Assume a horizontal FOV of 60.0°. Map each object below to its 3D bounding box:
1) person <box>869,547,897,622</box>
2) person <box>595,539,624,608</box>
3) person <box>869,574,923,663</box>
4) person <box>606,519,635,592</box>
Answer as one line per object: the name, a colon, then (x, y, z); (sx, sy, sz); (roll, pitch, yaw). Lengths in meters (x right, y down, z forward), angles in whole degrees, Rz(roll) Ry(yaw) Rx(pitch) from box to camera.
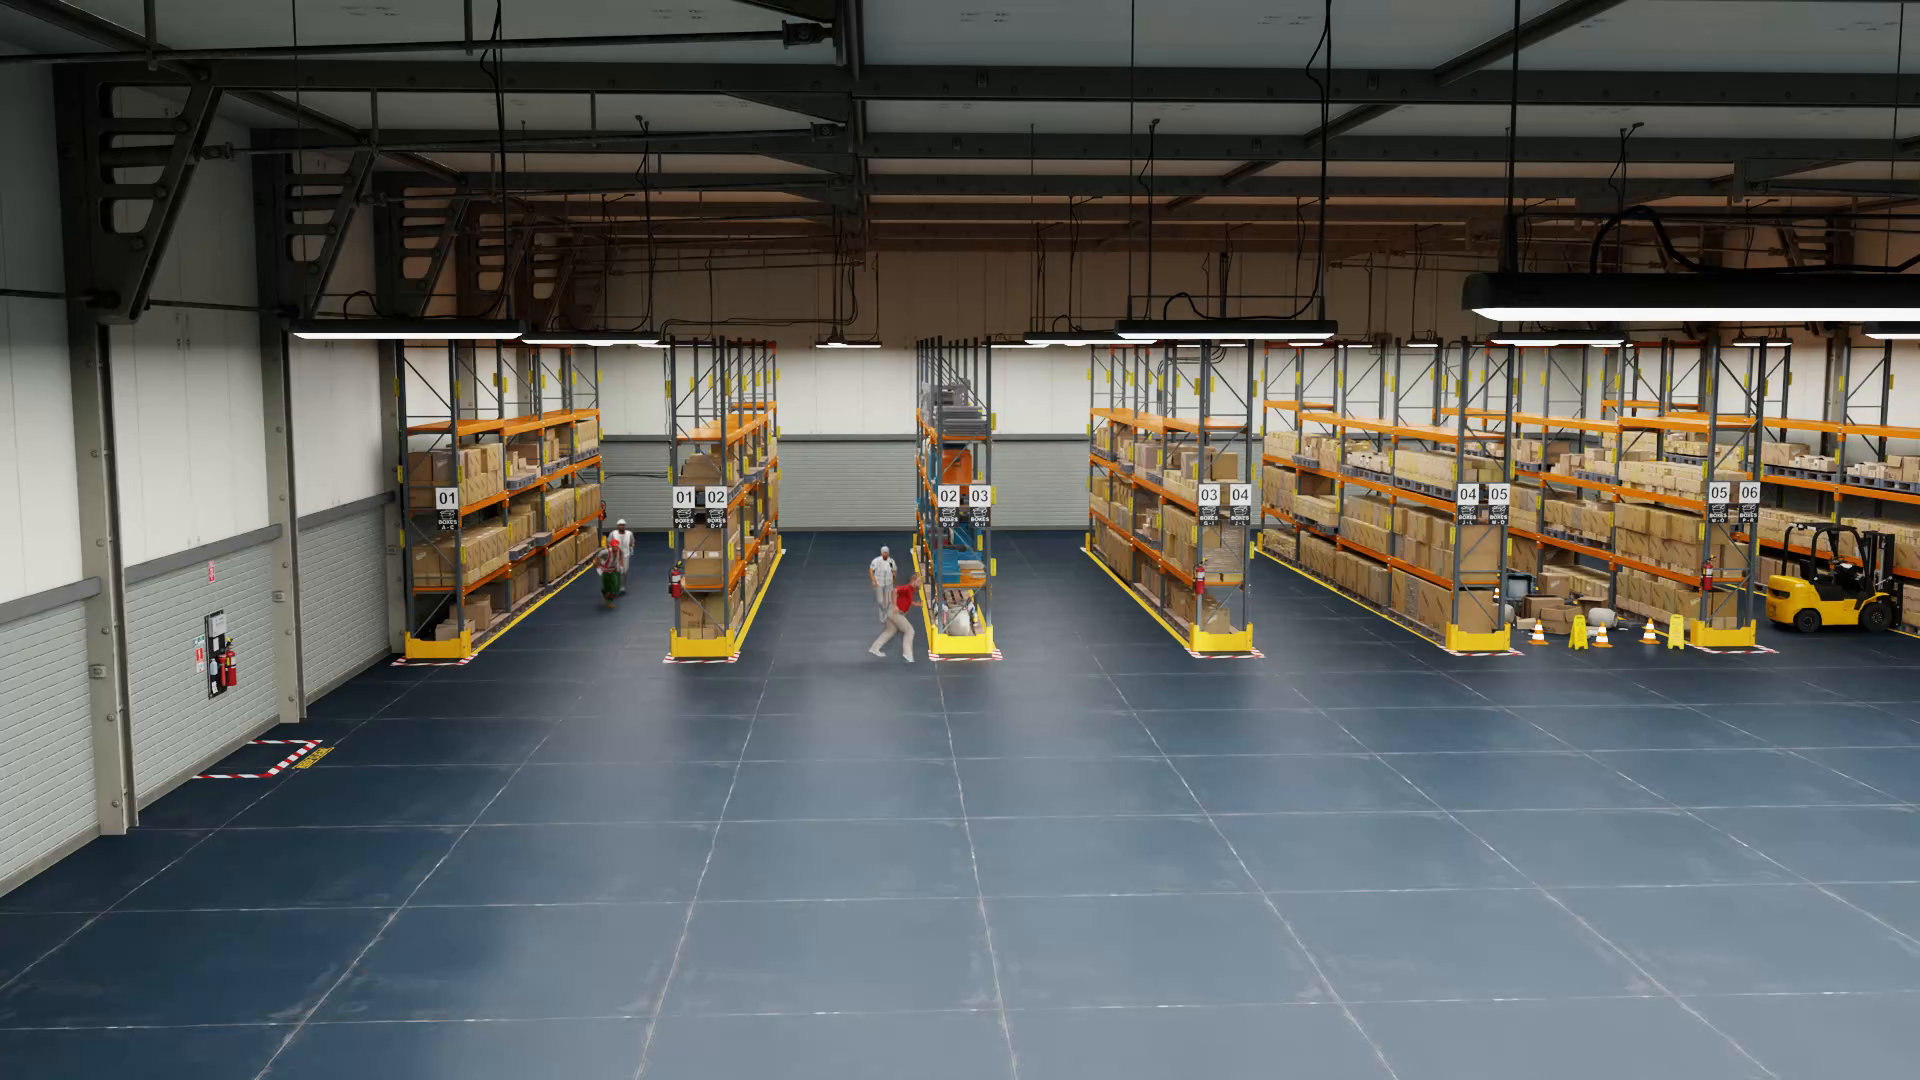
person: (-1.622, 0.934, 35.288); (0.602, 1.616, 0.562); (-1, 7, -10)
person: (-7.856, 0.732, 37.179); (0.671, 1.583, 1.016); (-4, 8, -34)
person: (-1.191, 1.471, 30.680); (1.008, 1.698, 0.708); (1, 7, 8)
person: (-8.019, 0.382, 39.377); (0.663, 1.741, 0.565); (-2, 7, -16)
